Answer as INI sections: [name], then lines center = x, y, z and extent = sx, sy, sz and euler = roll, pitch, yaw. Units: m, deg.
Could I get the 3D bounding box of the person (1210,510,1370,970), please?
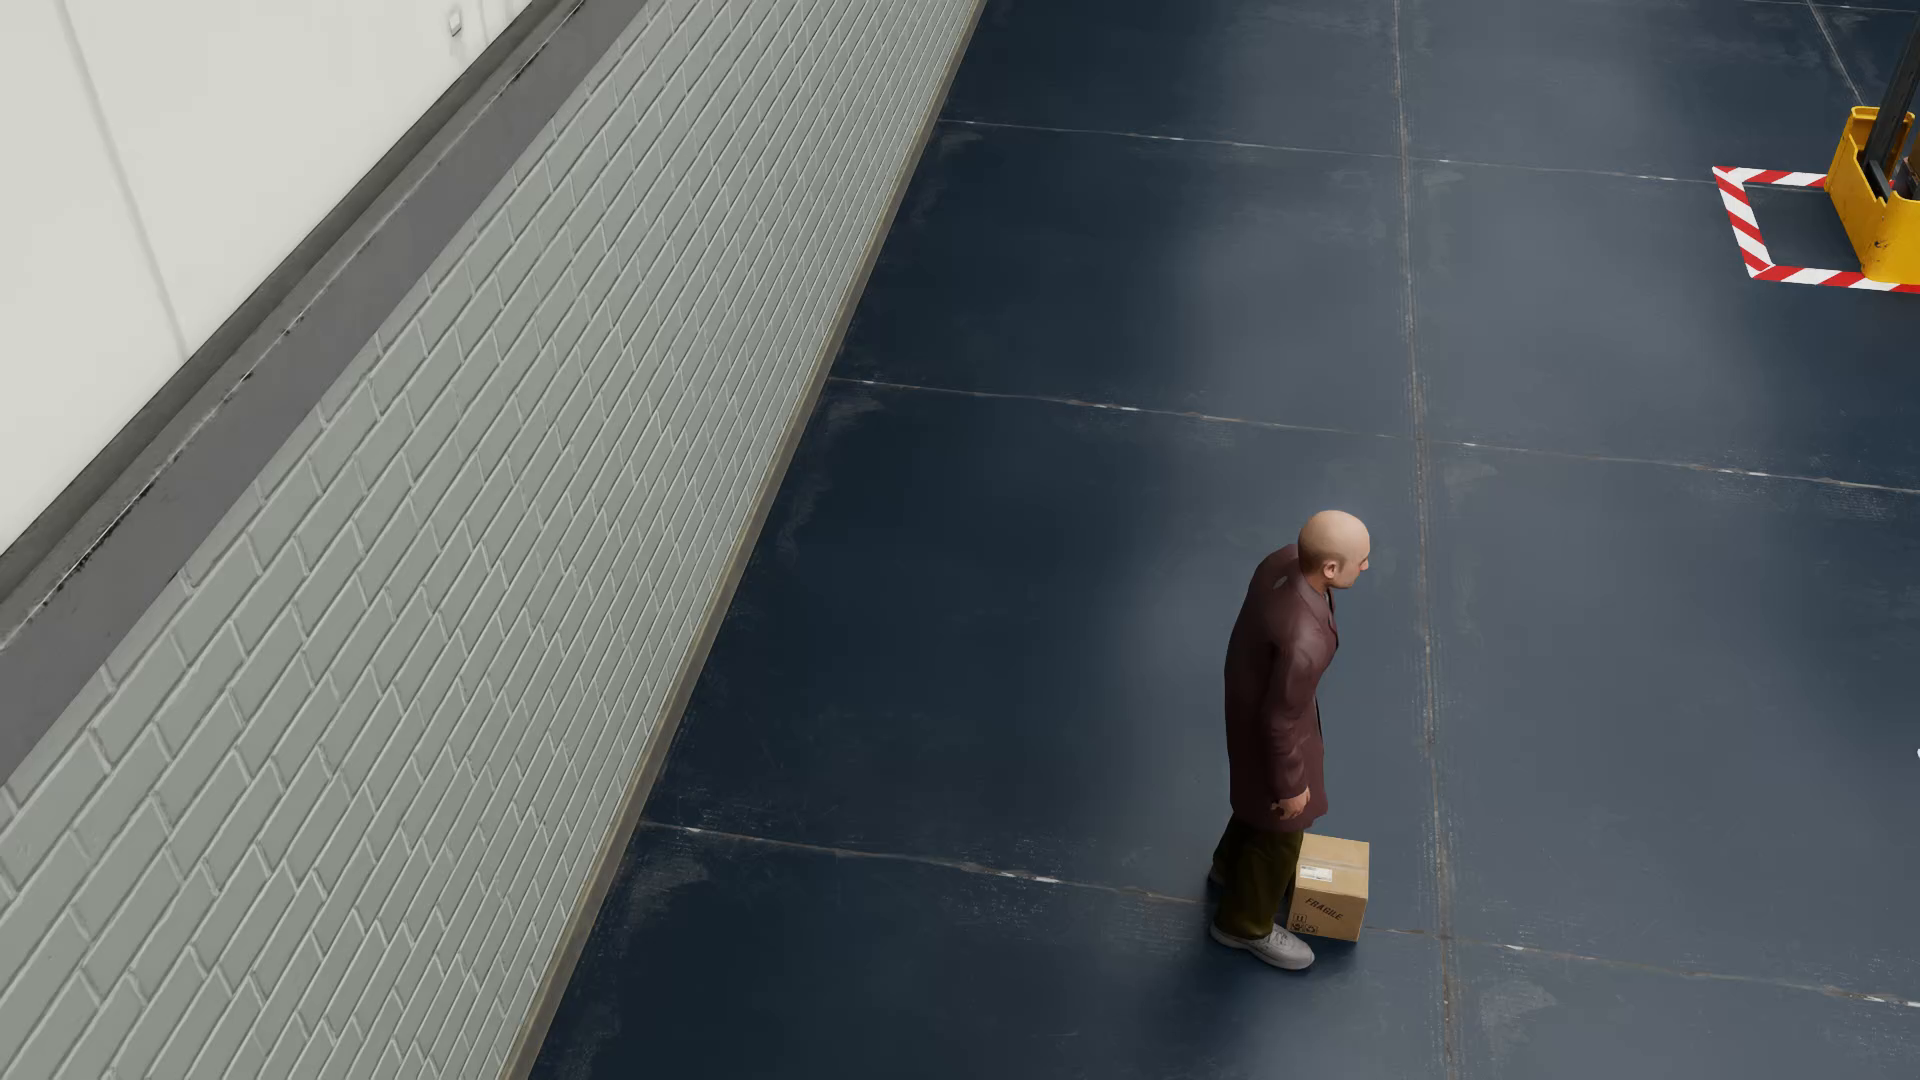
[person]
center = 1.056, 0.621, 5.430
extent = 0.428, 1.772, 0.642
euler = 5, 40, 6
